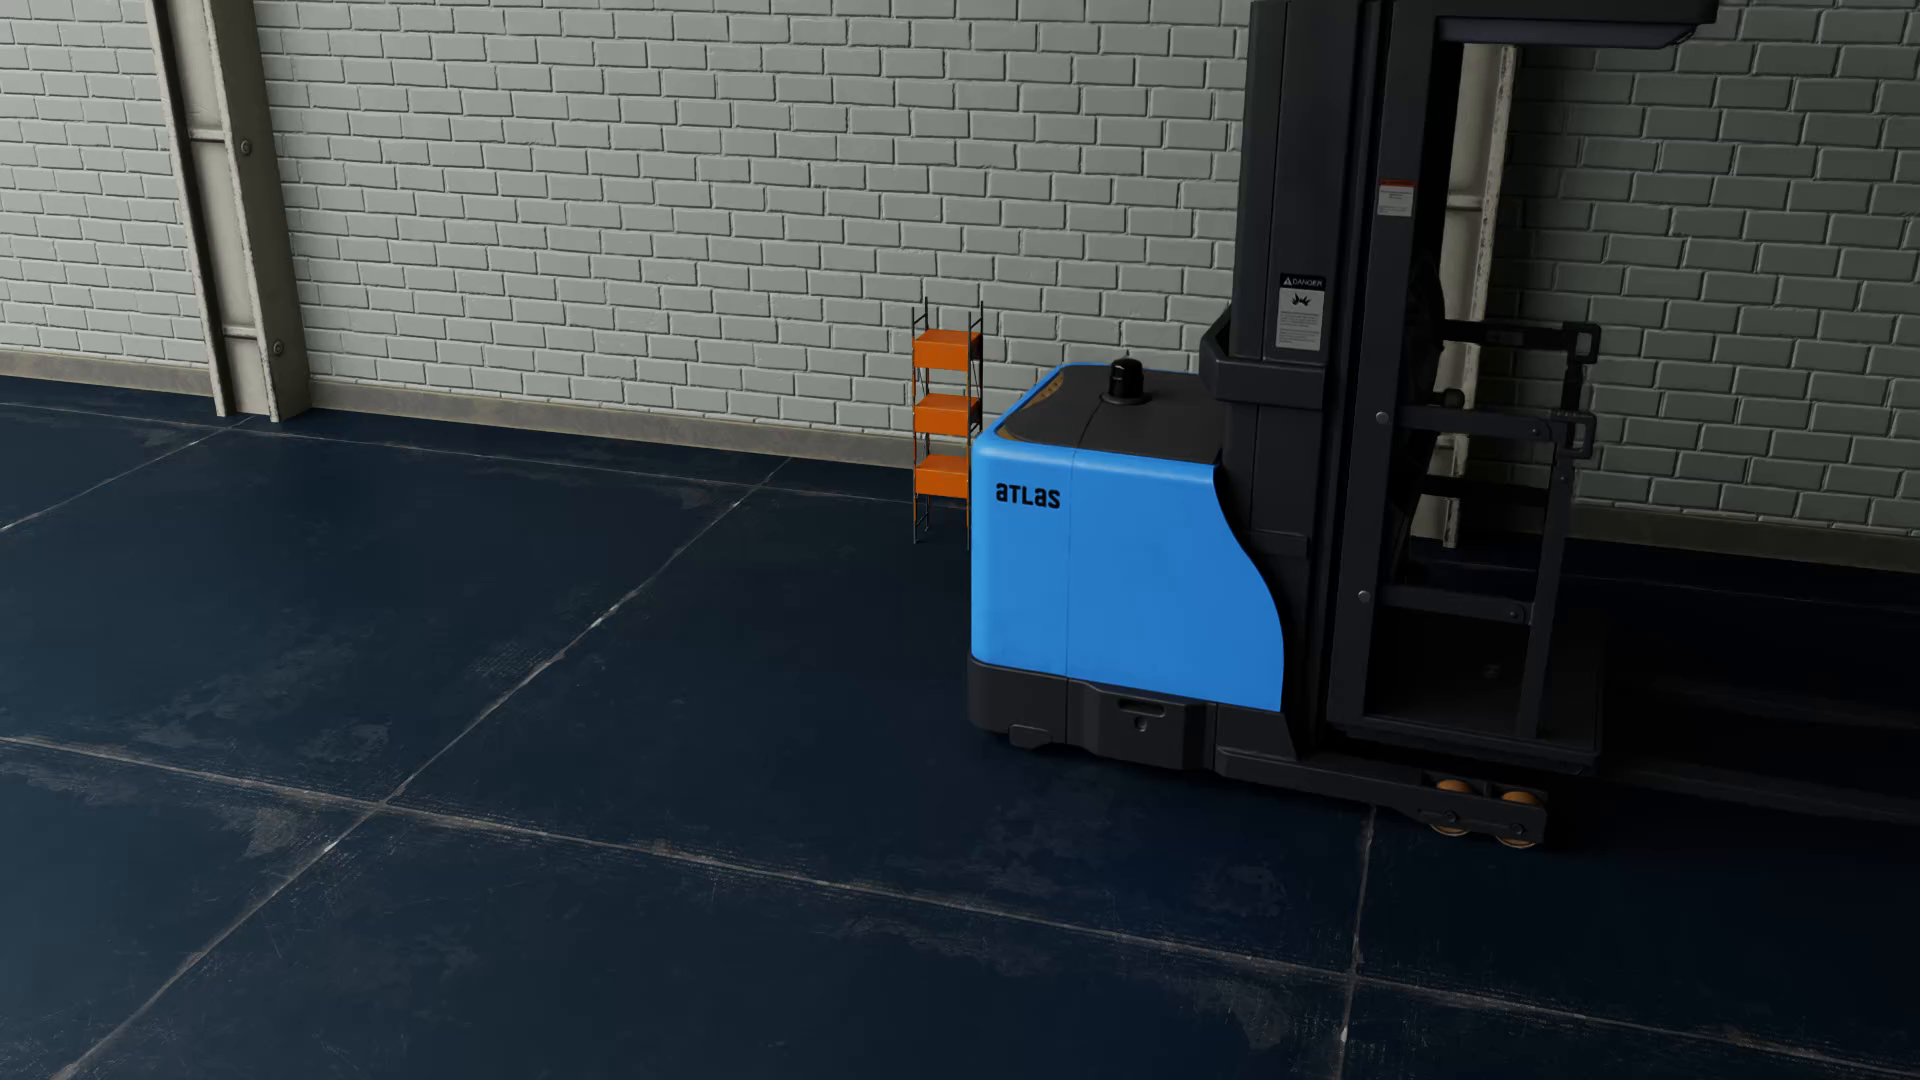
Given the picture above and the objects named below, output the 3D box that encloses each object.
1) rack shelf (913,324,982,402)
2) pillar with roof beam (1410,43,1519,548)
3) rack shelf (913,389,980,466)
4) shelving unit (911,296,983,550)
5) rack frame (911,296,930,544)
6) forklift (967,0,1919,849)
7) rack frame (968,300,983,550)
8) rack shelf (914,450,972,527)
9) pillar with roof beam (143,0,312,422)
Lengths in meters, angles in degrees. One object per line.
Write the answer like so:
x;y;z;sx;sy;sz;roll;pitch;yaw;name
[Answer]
-0.051;-0.744;6.981;0.240;0.259;0.215;7;23;16;rack shelf
0.758;-2.641;1.850;0.400;9.000;9.100;7;23;16;pillar with roof beam
-0.051;-0.482;7.089;0.240;0.259;0.215;7;23;16;rack shelf
-0.051;-0.492;7.085;0.252;1.050;0.215;7;23;16;shelving unit
-0.168;-0.505;7.118;0.008;1.050;0.200;7;23;16;rack frame
1.594;-0.656;5.007;3.031;2.935;1.130;8;24;19;forklift
0.066;-0.478;7.052;0.008;1.050;0.200;7;23;16;rack frame
-0.051;-0.225;7.195;0.240;0.259;0.215;7;23;16;rack shelf
-4.986;-3.299;3.454;0.400;9.000;9.100;7;23;16;pillar with roof beam
